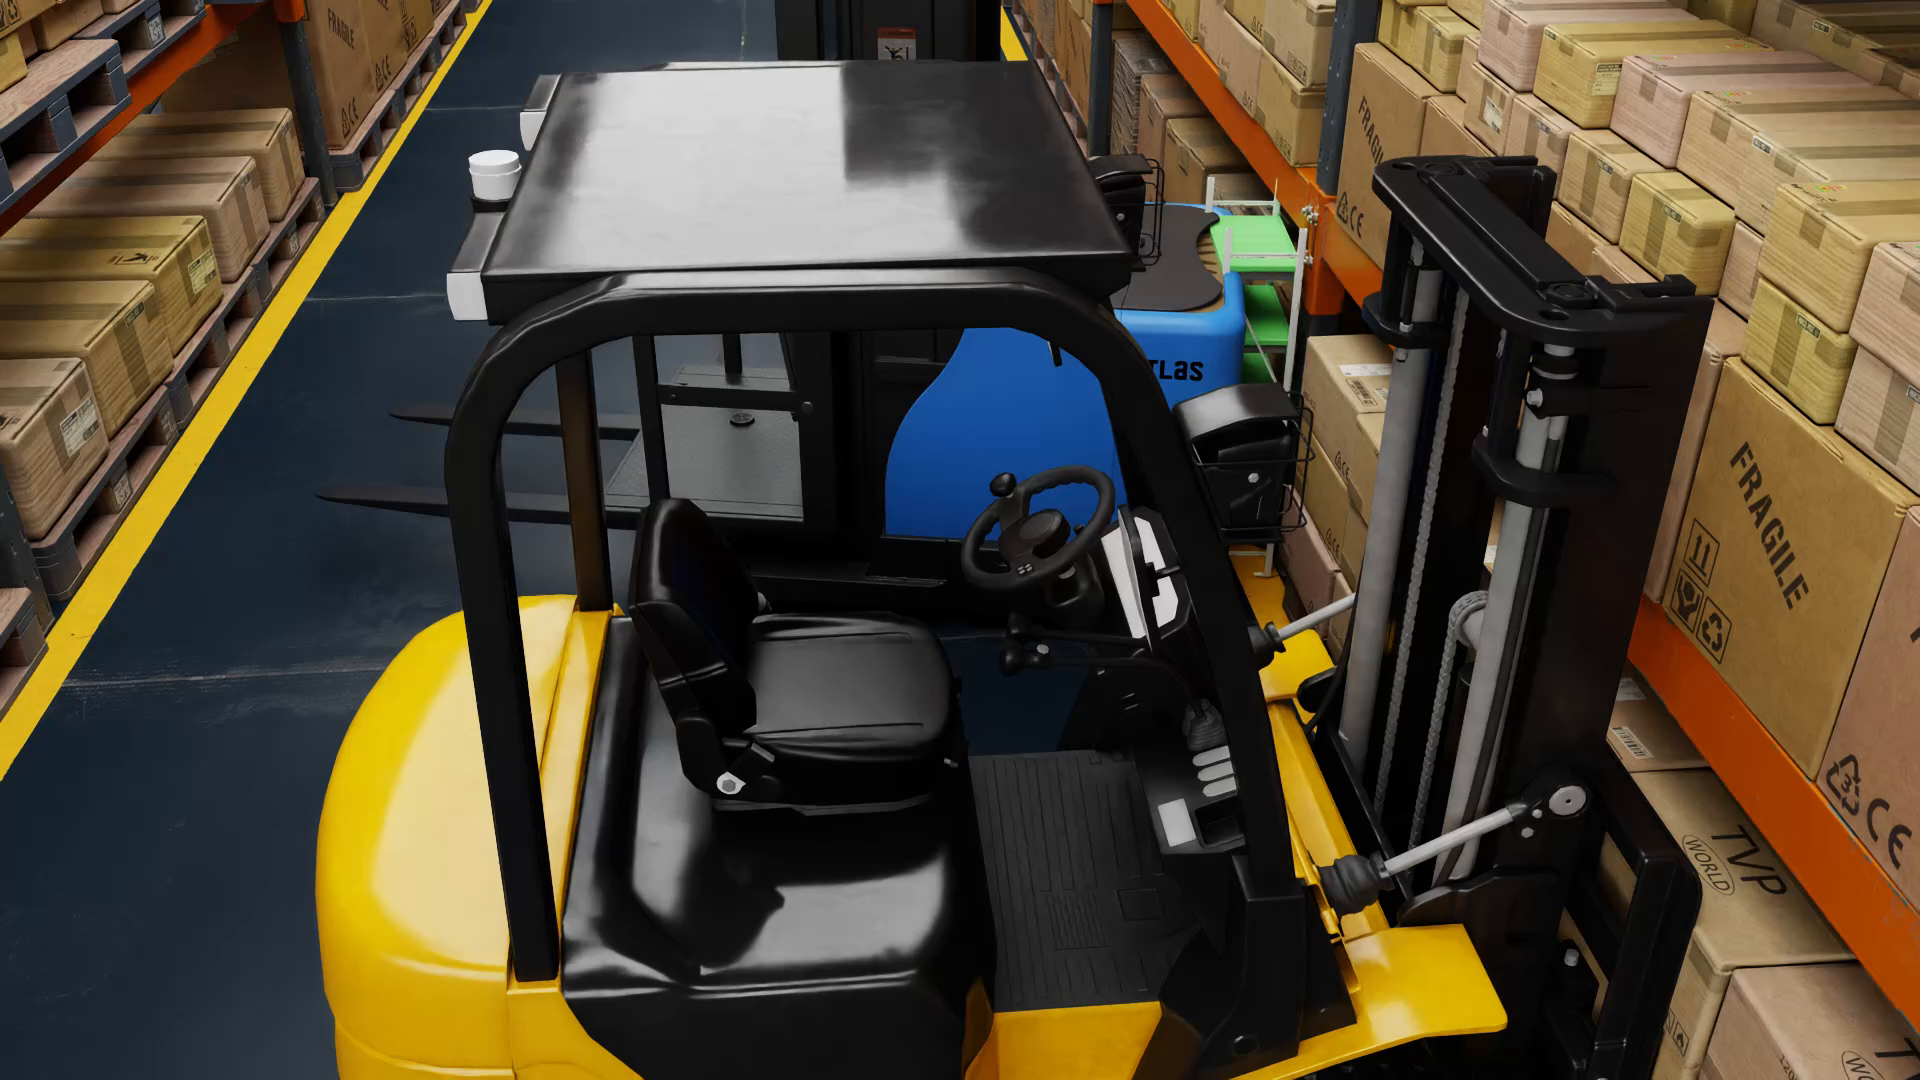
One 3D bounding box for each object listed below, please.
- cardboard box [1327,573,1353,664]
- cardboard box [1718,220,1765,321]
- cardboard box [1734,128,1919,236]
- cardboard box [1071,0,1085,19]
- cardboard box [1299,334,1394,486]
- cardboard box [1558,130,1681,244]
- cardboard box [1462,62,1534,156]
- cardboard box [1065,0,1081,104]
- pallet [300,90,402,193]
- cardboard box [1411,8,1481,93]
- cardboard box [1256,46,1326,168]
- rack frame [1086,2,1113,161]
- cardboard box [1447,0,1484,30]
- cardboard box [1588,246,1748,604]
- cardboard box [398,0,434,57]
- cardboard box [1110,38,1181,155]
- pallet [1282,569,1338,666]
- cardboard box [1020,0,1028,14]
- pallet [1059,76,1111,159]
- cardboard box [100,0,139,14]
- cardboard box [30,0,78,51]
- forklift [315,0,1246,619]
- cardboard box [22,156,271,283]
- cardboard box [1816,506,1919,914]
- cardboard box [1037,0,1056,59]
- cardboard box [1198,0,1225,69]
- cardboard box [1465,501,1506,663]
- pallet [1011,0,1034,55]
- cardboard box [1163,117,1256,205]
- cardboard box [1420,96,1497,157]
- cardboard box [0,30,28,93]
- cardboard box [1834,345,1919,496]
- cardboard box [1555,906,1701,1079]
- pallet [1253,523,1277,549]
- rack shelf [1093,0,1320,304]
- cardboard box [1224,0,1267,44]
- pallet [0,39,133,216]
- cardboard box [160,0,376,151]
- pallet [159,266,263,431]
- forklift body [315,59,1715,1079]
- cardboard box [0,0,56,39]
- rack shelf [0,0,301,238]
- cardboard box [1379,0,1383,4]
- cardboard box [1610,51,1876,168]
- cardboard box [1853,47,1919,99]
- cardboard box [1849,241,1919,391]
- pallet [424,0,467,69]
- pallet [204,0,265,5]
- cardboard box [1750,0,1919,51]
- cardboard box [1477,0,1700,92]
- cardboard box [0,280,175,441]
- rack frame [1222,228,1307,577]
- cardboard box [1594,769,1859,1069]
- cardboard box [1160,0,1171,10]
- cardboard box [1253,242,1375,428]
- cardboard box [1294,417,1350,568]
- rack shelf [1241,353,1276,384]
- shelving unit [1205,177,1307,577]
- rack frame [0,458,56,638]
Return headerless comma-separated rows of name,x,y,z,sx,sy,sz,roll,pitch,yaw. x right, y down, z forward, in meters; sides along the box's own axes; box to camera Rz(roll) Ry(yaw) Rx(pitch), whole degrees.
cardboard box,1.340,0.310,4.578,0.500,0.250,0.500,-3,31,-6
cardboard box,1.546,-0.440,2.831,0.380,0.149,0.250,-3,31,-5
cardboard box,1.542,-0.574,2.766,0.380,0.149,0.250,-2,31,-4
cardboard box,0.833,-3.017,9.272,0.380,0.149,0.250,-4,31,-7
cardboard box,1.294,-0.379,4.755,0.500,0.250,0.500,-3,31,-5
cardboard box,1.420,-0.703,3.271,0.380,0.149,0.250,-4,31,-6
cardboard box,1.356,-0.964,3.709,0.380,0.149,0.250,-2,31,-3
cardboard box,0.898,-2.822,9.578,0.500,0.500,0.500,-3,31,-5
pallet,-3.753,-2.223,9.266,1.003,0.211,1.213,-3,31,-5
cardboard box,1.355,-1.225,4.146,0.380,0.149,0.250,-2,31,-3
cardboard box,1.254,-1.392,5.301,0.500,0.250,0.500,-2,31,-3
rack frame,1.187,-3.254,8.272,1.000,3.000,0.127,-3,31,-5
cardboard box,1.428,-1.355,4.074,0.380,0.149,0.250,-2,31,-4
cardboard box,1.482,-0.234,3.119,0.500,0.500,0.500,-3,31,-4
cardboard box,-3.898,-3.551,10.432,0.875,0.875,0.875,-2,31,-3
cardboard box,1.232,-2.095,8.239,0.875,0.625,0.625,-2,31,-3
pallet,1.594,0.394,4.885,1.003,0.211,1.213,-3,31,-5
cardboard box,0.694,-3.874,11.339,0.500,0.500,0.500,-3,31,-5
pallet,1.155,-2.440,9.628,1.003,0.211,1.213,-3,31,-5
cardboard box,-3.212,-2.008,6.023,0.380,0.149,0.250,-2,31,-3
cardboard box,-3.217,-1.744,5.580,0.380,0.149,0.250,-2,31,-4
forklift,-0.621,-1.296,5.061,3.031,2.935,1.130,3,31,6
cardboard box,-3.634,-1.401,7.323,0.950,0.372,0.625,-3,31,-6
cardboard box,1.588,0.284,2.252,0.500,0.500,0.500,-2,31,-3
cardboard box,0.779,-3.354,10.468,0.500,0.500,0.500,-4,31,-6
cardboard box,1.185,-1.903,6.157,0.500,0.250,0.500,-3,31,-4
cardboard box,1.390,0.136,3.893,0.500,0.250,0.500,-2,31,-3
pallet,0.927,-3.685,11.714,1.003,0.211,1.213,-3,31,-5
cardboard box,1.364,-1.418,7.106,0.875,0.625,0.625,-4,31,-7
cardboard box,1.408,-0.750,3.983,0.500,0.500,0.500,-2,31,-4
cardboard box,-3.132,-1.469,5.120,0.380,0.149,0.250,-2,31,-4
cardboard box,1.523,-0.180,2.396,0.380,0.149,0.250,-4,31,-6
cardboard box,1.473,0.864,3.163,0.500,0.250,0.500,-3,31,-6
pallet,1.453,-0.389,6.195,1.003,0.211,1.213,-3,31,-5
rack shelf,1.374,-1.924,6.747,1.077,0.370,4.000,-3,31,-5
cardboard box,1.206,-1.862,5.602,0.500,0.250,0.500,-4,31,-6
pallet,-3.307,-1.287,5.166,1.003,0.211,1.213,-3,31,-5
cardboard box,-3.736,-2.639,8.905,0.875,0.875,0.875,-3,31,-5
pallet,-3.572,-0.796,6.877,1.003,0.211,1.213,-3,31,-5
forklift body,-0.059,0.314,3.126,2.313,2.155,1.214,-3,31,-5
cardboard box,-3.186,-1.831,5.094,0.500,0.500,0.500,-3,31,-4
rack shelf,-3.567,-1.684,6.346,1.077,0.370,4.000,-3,31,-5
cardboard box,1.308,-1.697,4.935,0.380,0.149,0.250,-2,31,-3
cardboard box,1.495,-0.830,3.194,0.380,0.149,0.250,-3,31,-5
cardboard box,1.979,-0.857,3.239,0.380,0.149,0.250,-3,31,-5
cardboard box,1.502,-0.306,2.317,0.380,0.149,0.250,-2,31,-3
pallet,-3.981,-3.469,11.351,1.003,0.211,1.213,-3,31,-5
pallet,-3.582,-2.573,7.319,1.213,0.211,1.003,-3,31,-5
cardboard box,1.998,-1.123,3.684,0.380,0.149,0.250,-3,31,-6
cardboard box,1.364,-1.088,3.627,0.380,0.149,0.250,-2,31,-3
cardboard box,-3.502,-0.658,6.080,0.950,0.372,0.625,-1,31,-1
rack frame,0.912,-0.403,5.237,0.240,1.200,0.015,0,30,1
cardboard box,1.471,0.664,3.010,0.500,0.250,0.500,-2,31,-4
cardboard box,1.083,-2.431,7.042,0.500,0.250,0.500,-4,31,-6
cardboard box,1.501,-0.638,5.799,0.875,0.625,0.625,-1,31,-2
cardboard box,1.299,-0.164,4.884,0.500,0.250,0.500,-3,31,-5
rack shelf,0.917,-0.470,5.481,0.258,0.148,0.480,0,30,1
shelving unit,0.916,-0.525,5.449,0.258,1.200,0.503,0,30,1
rack frame,-3.380,-0.972,4.452,1.000,3.000,0.127,-3,31,-5
